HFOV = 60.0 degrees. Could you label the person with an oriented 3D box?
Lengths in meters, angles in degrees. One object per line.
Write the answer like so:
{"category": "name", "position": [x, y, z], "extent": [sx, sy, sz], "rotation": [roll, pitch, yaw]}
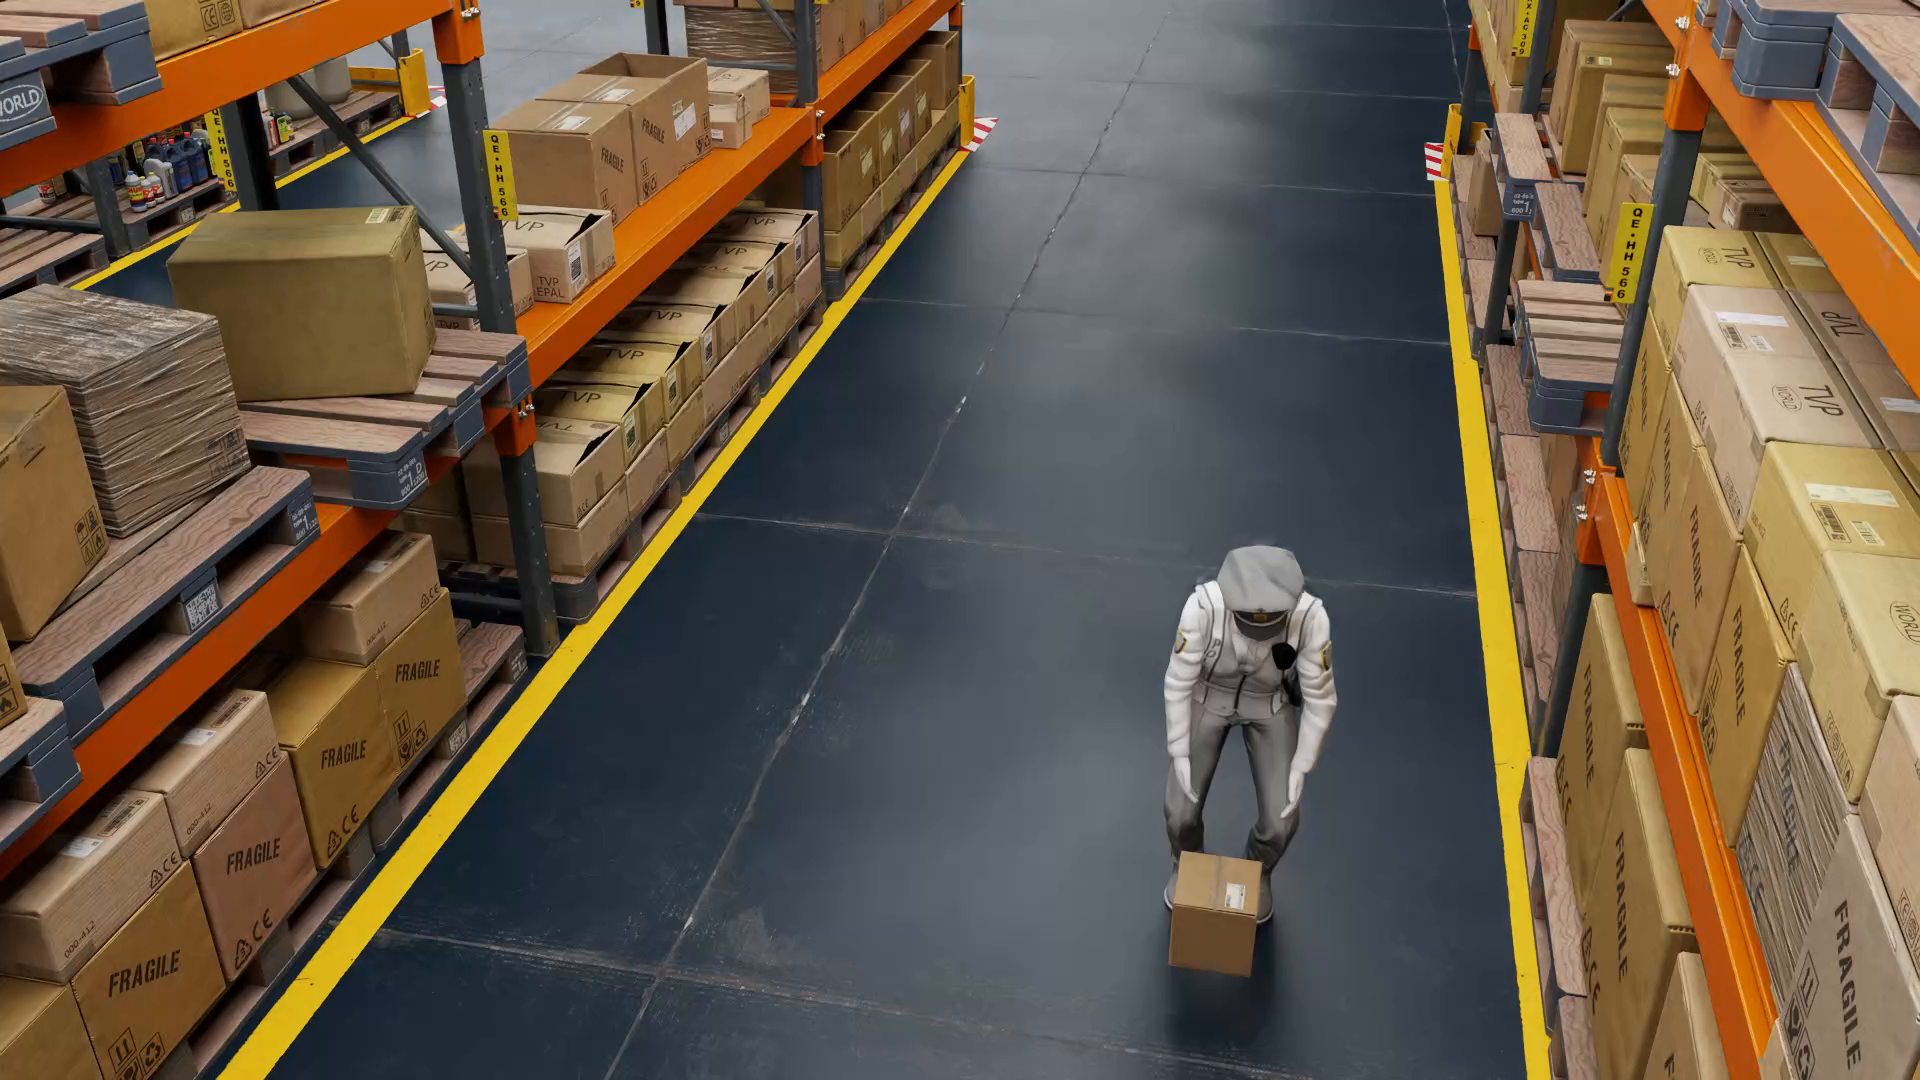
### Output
{"category": "person", "position": [0.904, 0.616, 5.264], "extent": [0.534, 1.430, 0.673], "rotation": [6, 30, 11]}
